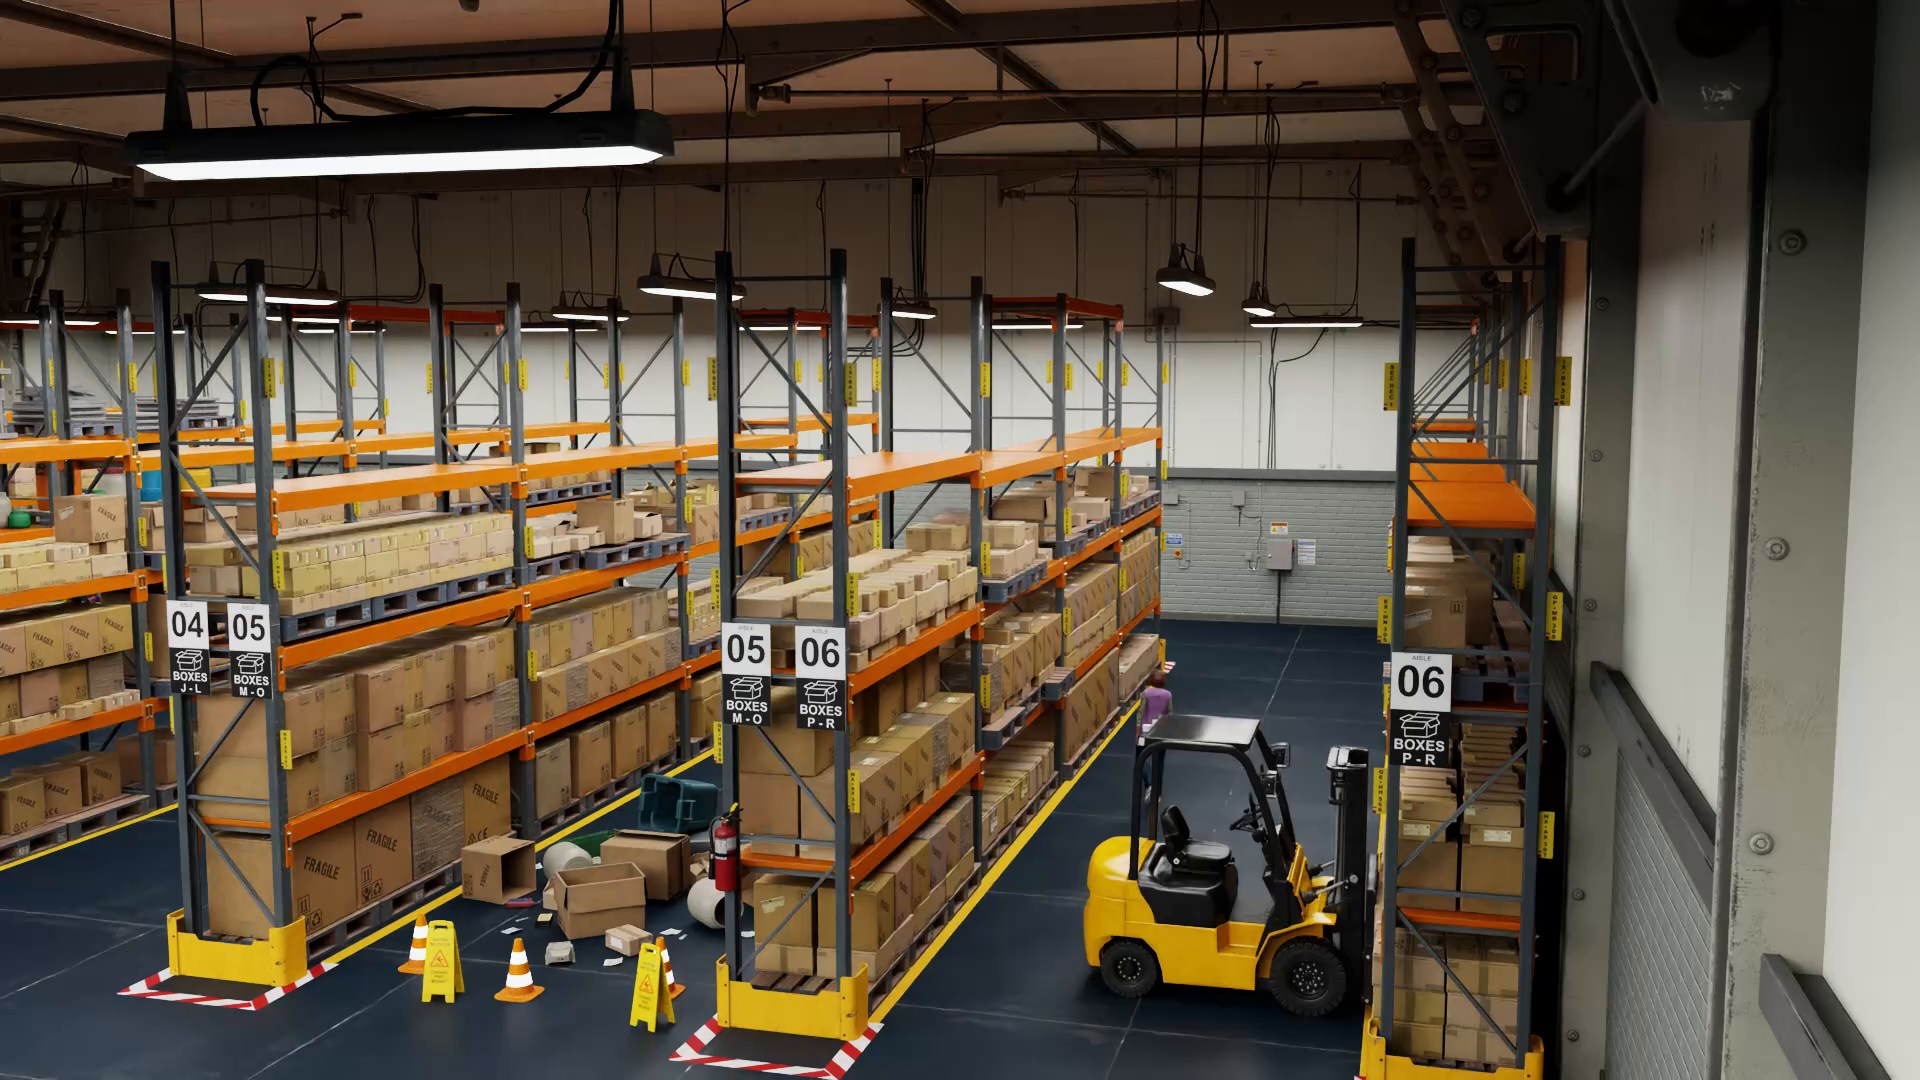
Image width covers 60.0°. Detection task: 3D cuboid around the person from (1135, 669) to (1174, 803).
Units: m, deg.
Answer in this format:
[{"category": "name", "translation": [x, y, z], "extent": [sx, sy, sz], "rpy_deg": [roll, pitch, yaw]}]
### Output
[{"category": "person", "translation": [2.288, 2.310, 19.504], "extent": [0.469, 1.602, 0.539], "rpy_deg": [-1, 6, -6]}]

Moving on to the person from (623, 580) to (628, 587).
[{"category": "person", "translation": [-5.353, 1.502, 26.335], "extent": [0.682, 1.726, 1.005], "rpy_deg": [3, 7, 23]}]
